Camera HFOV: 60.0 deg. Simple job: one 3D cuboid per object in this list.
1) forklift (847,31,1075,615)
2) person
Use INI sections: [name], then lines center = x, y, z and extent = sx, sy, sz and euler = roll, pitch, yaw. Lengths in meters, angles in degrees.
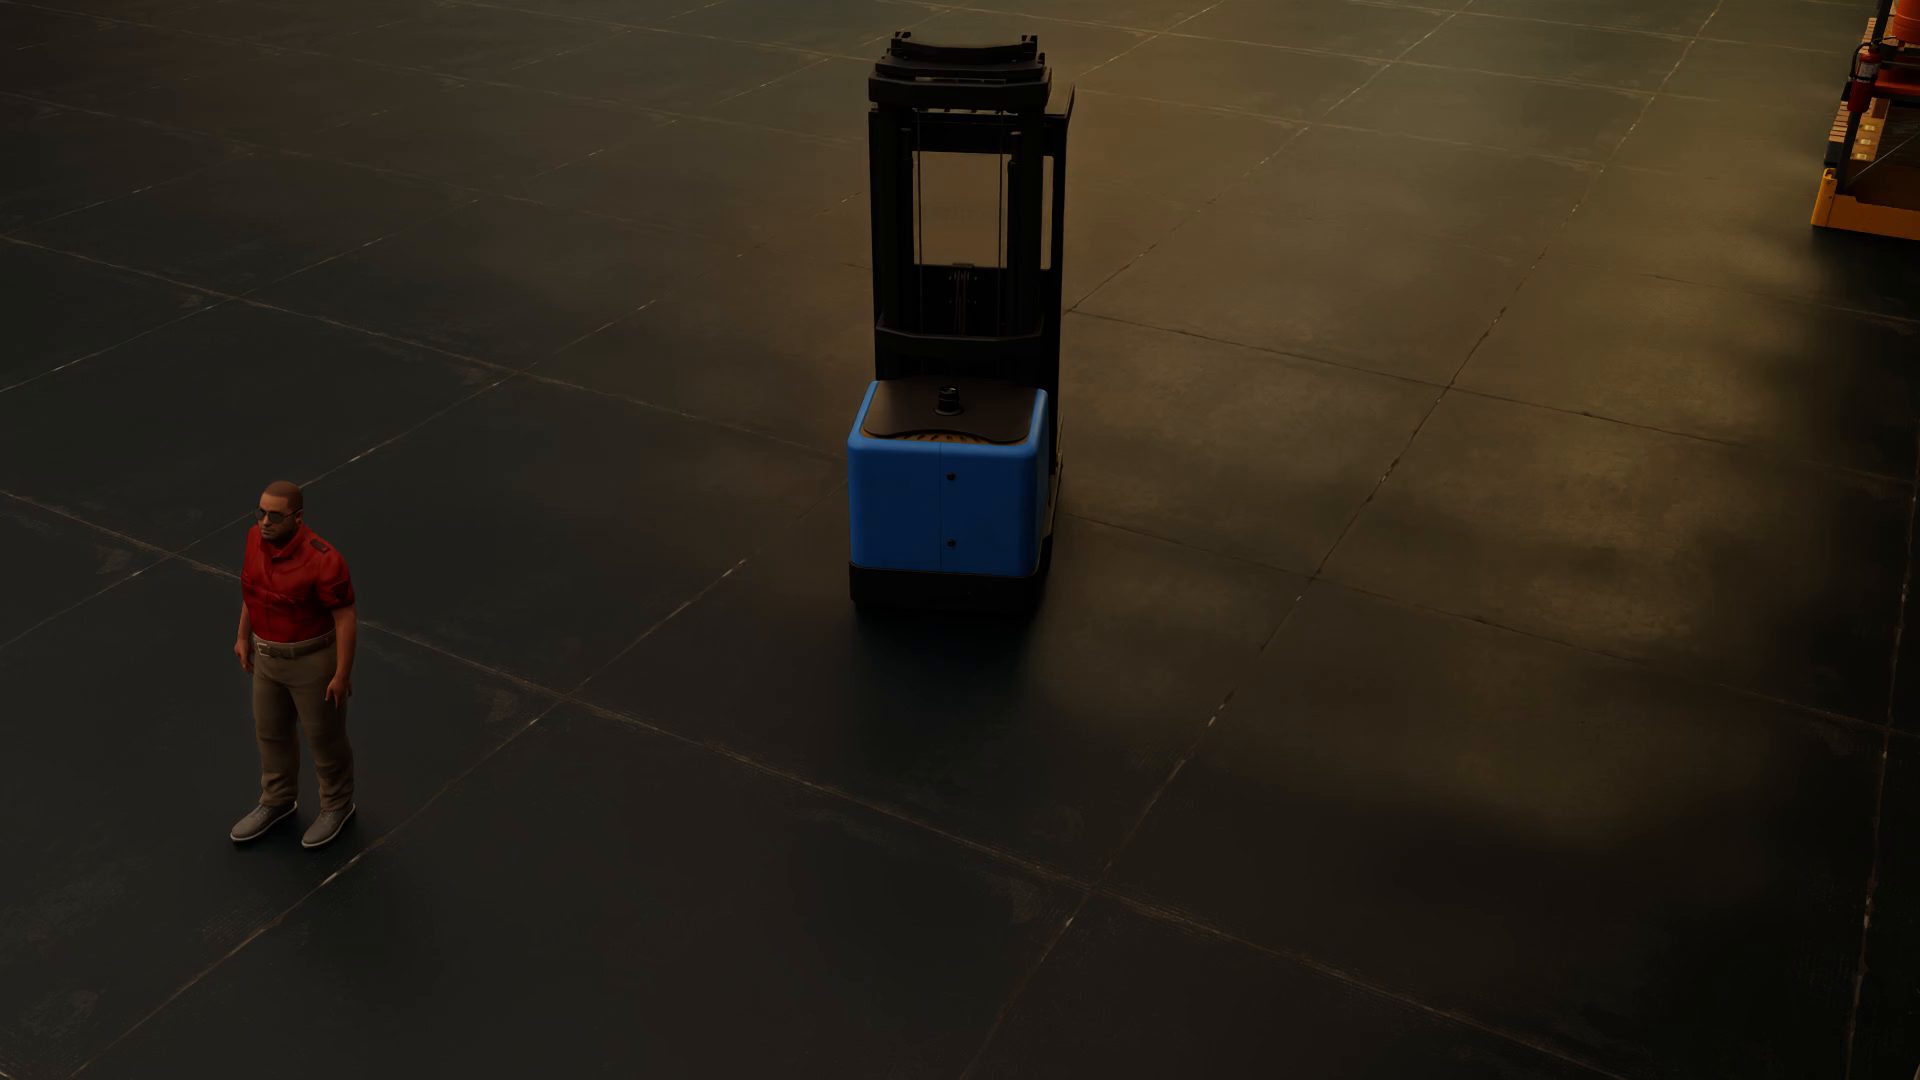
[forklift]
center = 0.072, -1.572, 9.794
extent = 1.130, 2.935, 3.031
euler = 3, 30, 6
[person]
center = -2.954, 0.572, 7.267
extent = 0.642, 1.728, 0.550
euler = 13, 33, 22
